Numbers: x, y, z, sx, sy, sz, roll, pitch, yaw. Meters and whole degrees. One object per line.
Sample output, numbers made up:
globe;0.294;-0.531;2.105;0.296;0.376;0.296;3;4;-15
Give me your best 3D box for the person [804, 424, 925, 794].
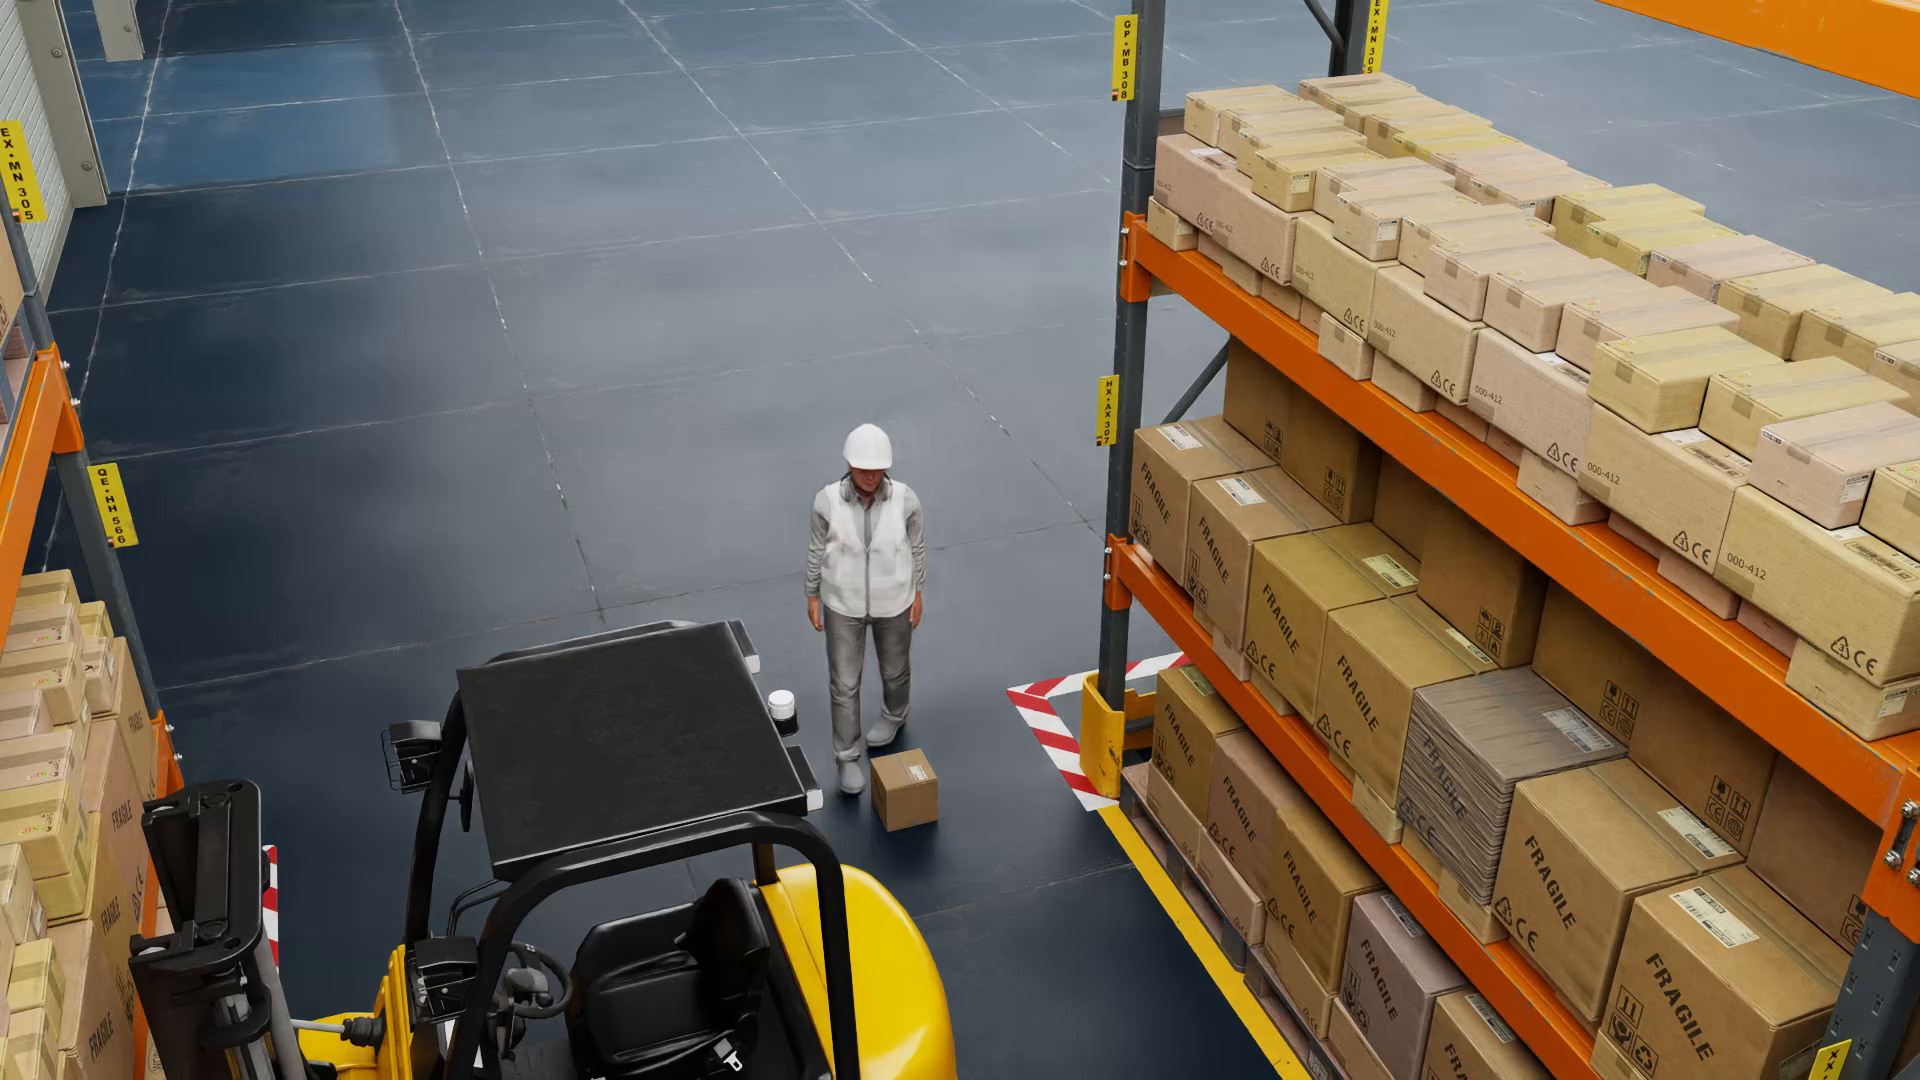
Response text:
person;-0.440;0.313;7.770;0.574;1.773;0.686;-2;30;-3
